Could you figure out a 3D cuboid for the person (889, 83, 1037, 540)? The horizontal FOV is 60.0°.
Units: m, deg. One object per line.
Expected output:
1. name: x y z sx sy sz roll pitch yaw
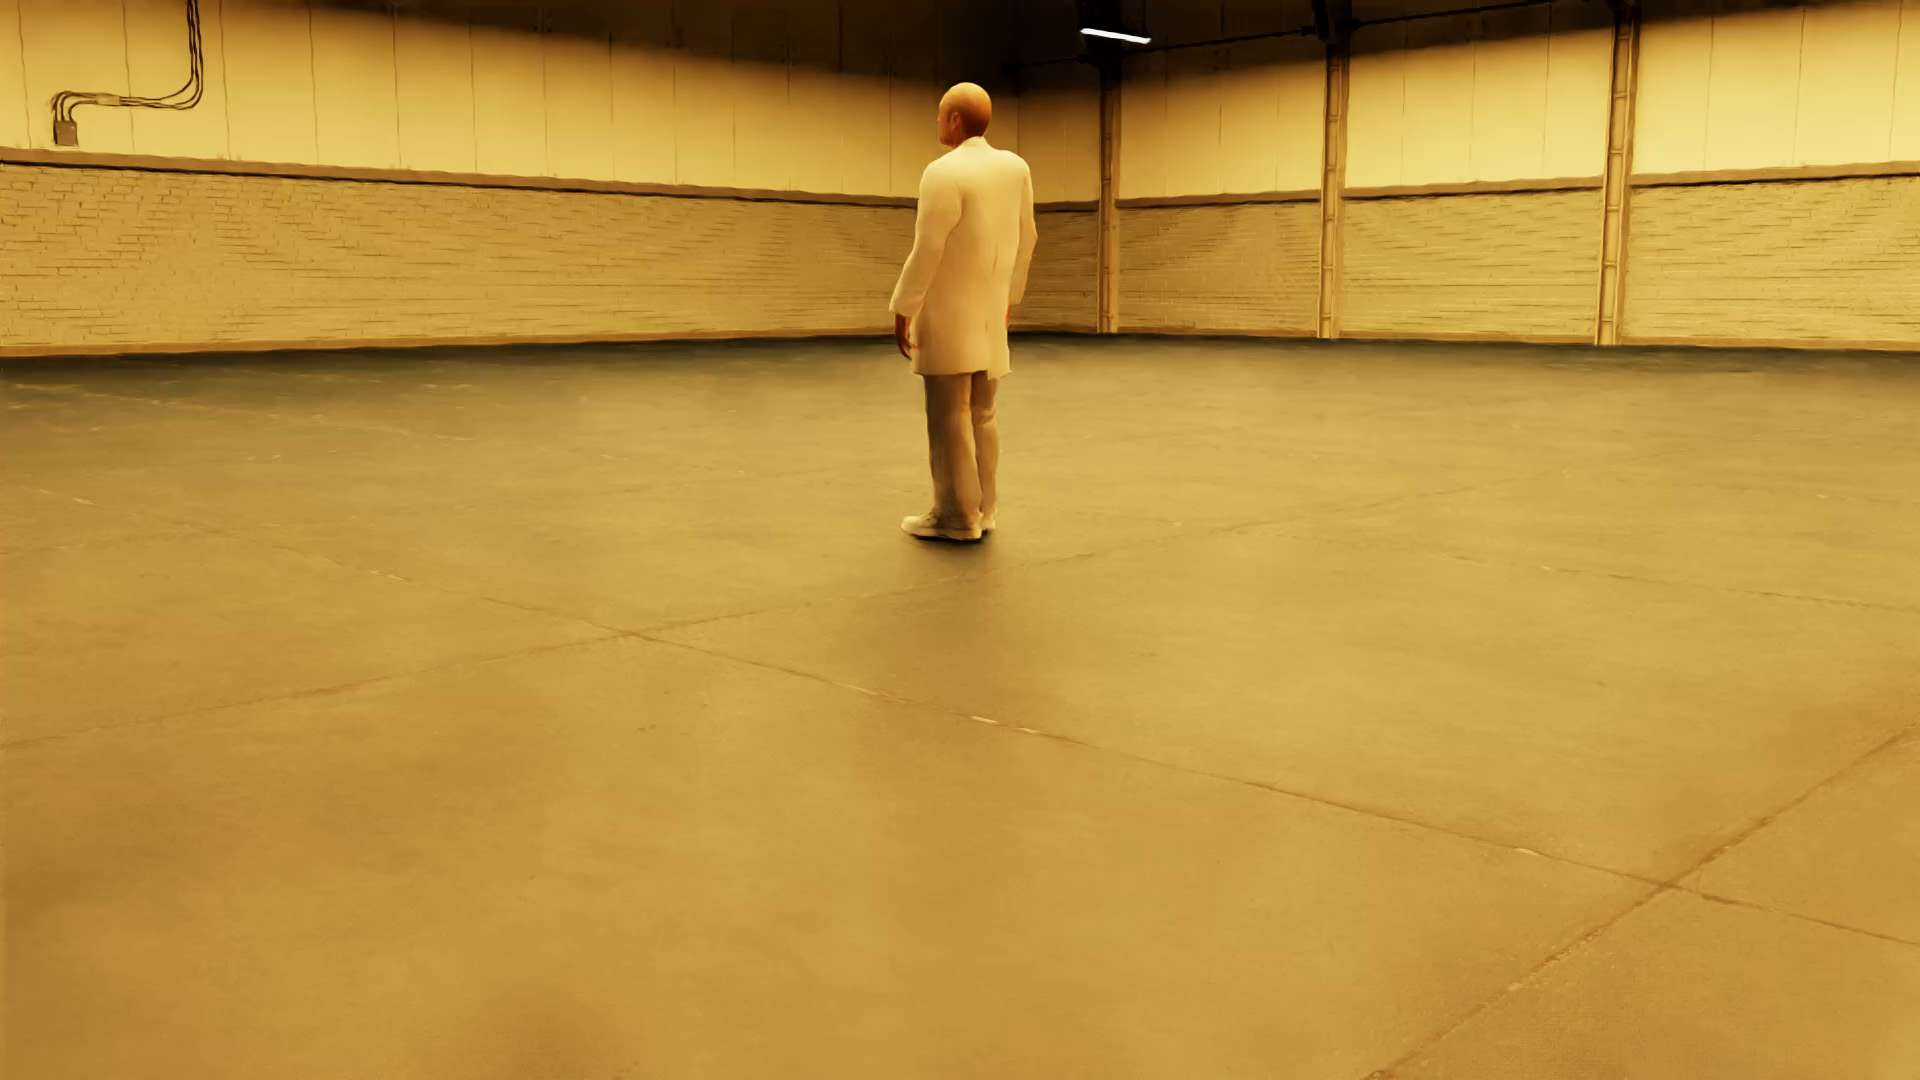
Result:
1. person: -0.062 -0.896 6.650 0.579 1.776 0.694 8 12 43
